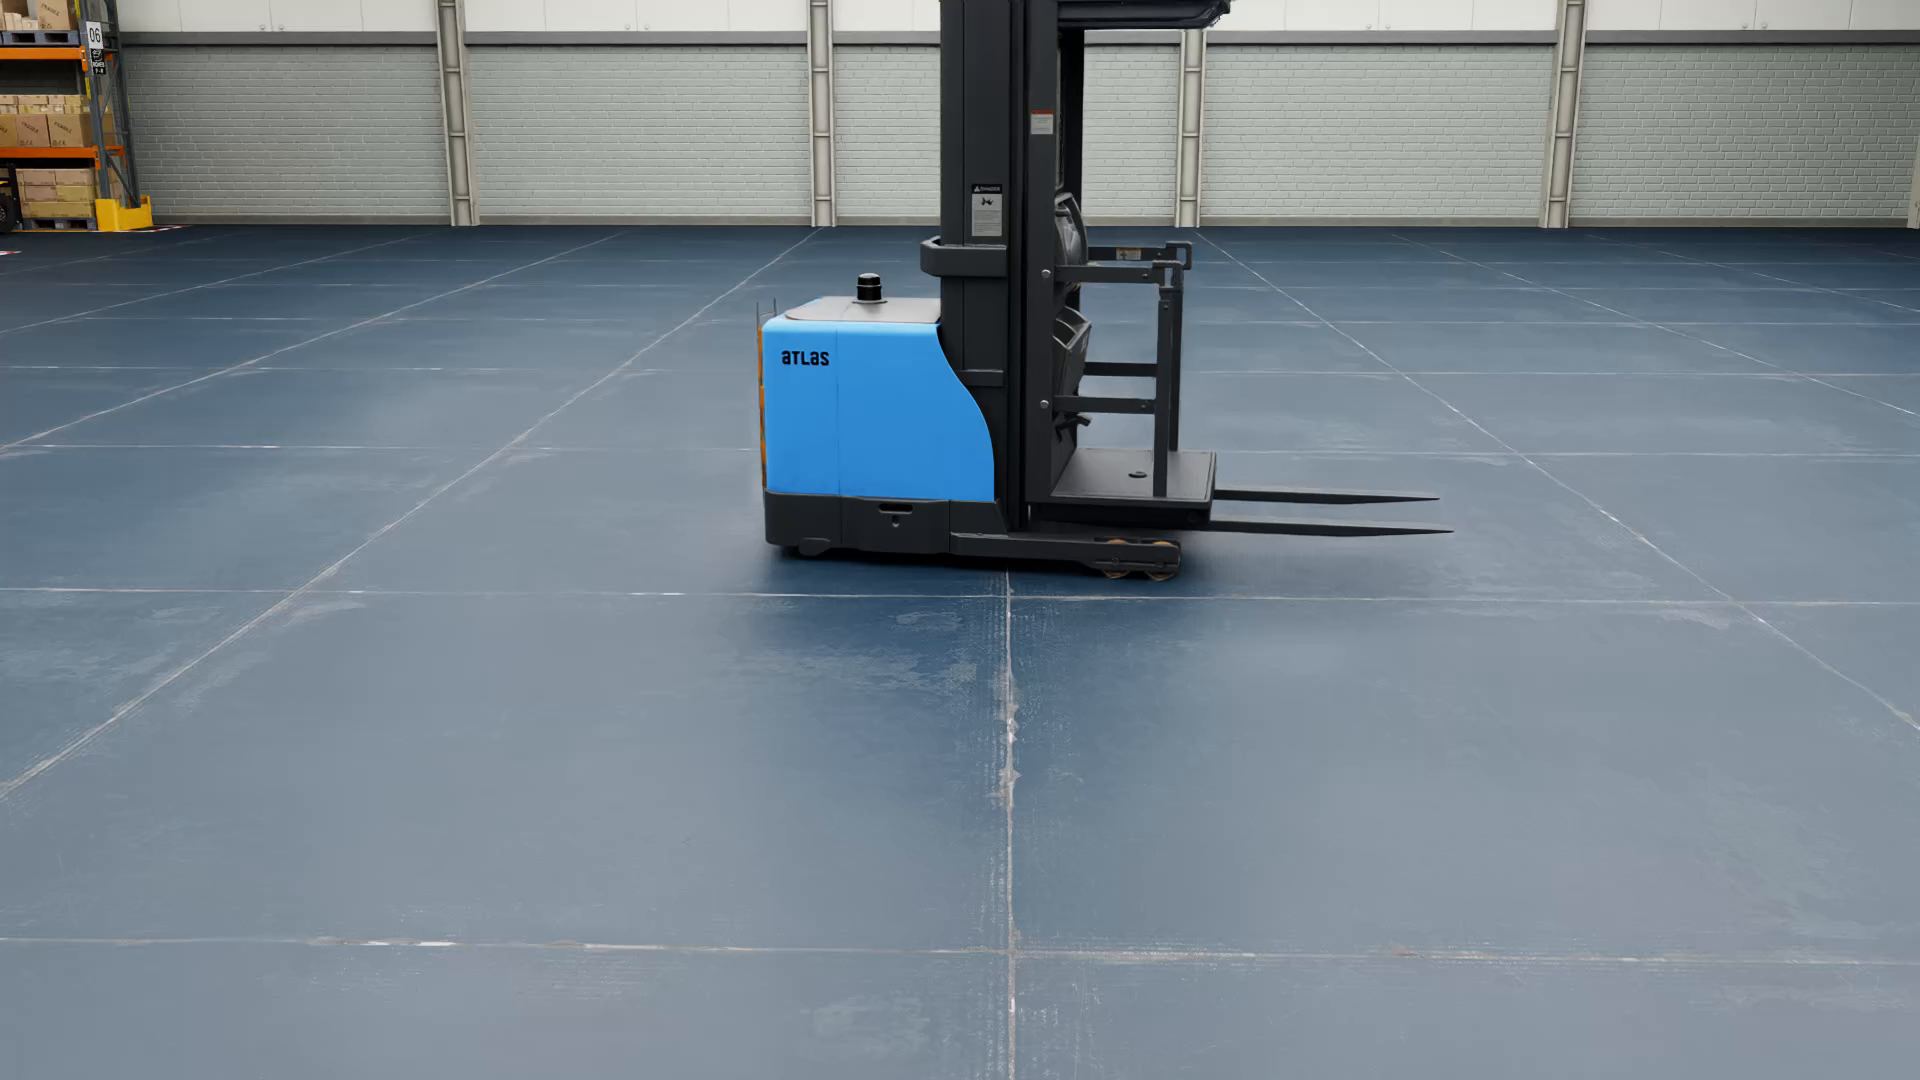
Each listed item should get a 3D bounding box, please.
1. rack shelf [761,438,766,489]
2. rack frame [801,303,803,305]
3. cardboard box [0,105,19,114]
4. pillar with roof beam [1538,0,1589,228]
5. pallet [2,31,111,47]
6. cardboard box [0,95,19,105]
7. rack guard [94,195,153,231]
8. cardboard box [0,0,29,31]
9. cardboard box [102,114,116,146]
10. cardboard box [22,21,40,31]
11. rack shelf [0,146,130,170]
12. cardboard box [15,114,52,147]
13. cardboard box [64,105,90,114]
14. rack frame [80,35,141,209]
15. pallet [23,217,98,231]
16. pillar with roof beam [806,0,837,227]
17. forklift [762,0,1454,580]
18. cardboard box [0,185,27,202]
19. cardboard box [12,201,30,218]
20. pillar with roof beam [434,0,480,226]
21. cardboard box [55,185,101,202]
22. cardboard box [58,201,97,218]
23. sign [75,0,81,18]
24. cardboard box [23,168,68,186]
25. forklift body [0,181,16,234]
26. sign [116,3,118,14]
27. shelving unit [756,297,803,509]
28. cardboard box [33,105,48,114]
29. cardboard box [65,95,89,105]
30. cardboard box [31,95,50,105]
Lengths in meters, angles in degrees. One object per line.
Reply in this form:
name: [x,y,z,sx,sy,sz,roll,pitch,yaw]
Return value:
rack shelf: [-0.849,-0.399,8.424,0.240,0.259,0.215,6,16,21]
rack frame: [-0.735,-0.666,8.307,0.008,1.050,0.200,6,16,21]
cardboard box: [-14.960,-6.812,26.311,0.250,0.149,0.380,0,15,0]
pillar with roof beam: [9.633,-8.394,22.016,0.400,9.000,9.100,0,15,1]
pallet: [-14.282,-7.932,26.318,1.213,0.211,1.003,0,15,1]
cardboard box: [-14.960,-6.950,26.253,0.250,0.149,0.380,1,15,3]
rack guard: [-13.552,-5.305,26.966,0.348,0.500,1.175,0,15,1]
cardboard box: [-15.046,-8.236,26.083,0.500,0.500,0.700,0,15,2]
cardboard box: [-14.064,-6.636,26.915,0.500,0.500,0.500,1,15,3]
cardboard box: [-14.412,-8.022,25.957,0.250,0.149,0.380,0,15,0]
rack shelf: [-15.576,-6.178,26.788,4.000,0.370,1.077,0,15,1]
cardboard box: [-14.593,-6.504,26.415,0.500,0.500,0.500,1,15,3]
cardboard box: [-13.930,-6.806,26.290,0.250,0.149,0.380,1,15,2]
rack frame: [-13.576,-6.513,26.647,0.127,3.000,1.000,0,15,1]
pallet: [-14.342,-5.159,26.981,1.213,0.211,1.003,0,15,1]
pillar with roof beam: [-2.363,-8.472,22.313,0.400,9.000,9.100,0,15,1]
forklift: [0.681,-1.391,7.368,3.031,2.935,1.130,3,15,10]
cardboard box: [-15.089,-5.556,26.606,0.500,0.250,0.500,0,15,0]
cardboard box: [-15.051,-5.321,26.693,0.500,0.250,0.500,1,15,2]
pillar with roof beam: [-8.361,-8.511,22.461,0.400,9.000,9.100,0,15,1]
cardboard box: [-14.071,-5.552,26.591,0.500,0.250,0.500,0,15,1]
cardboard box: [-14.054,-5.309,26.651,0.500,0.250,0.500,0,15,2]
sign: [-13.604,-8.215,25.638,0.005,0.325,0.100,0,15,1]
cardboard box: [-14.555,-5.796,26.534,0.500,0.250,0.500,1,15,2]
forklift body: [-15.519,-5.650,25.039,1.214,2.155,2.313,0,15,1]
sign: [-13.556,-8.566,26.679,0.005,0.325,0.100,0,15,1]
shelving unit: [-0.849,-0.678,8.350,0.252,1.050,0.215,6,16,21]
cardboard box: [-14.444,-6.817,26.333,0.250,0.149,0.380,1,15,2]
cardboard box: [-13.940,-6.968,26.319,0.250,0.149,0.380,0,15,2]
cardboard box: [-14.449,-6.956,26.275,0.250,0.149,0.380,1,15,3]
